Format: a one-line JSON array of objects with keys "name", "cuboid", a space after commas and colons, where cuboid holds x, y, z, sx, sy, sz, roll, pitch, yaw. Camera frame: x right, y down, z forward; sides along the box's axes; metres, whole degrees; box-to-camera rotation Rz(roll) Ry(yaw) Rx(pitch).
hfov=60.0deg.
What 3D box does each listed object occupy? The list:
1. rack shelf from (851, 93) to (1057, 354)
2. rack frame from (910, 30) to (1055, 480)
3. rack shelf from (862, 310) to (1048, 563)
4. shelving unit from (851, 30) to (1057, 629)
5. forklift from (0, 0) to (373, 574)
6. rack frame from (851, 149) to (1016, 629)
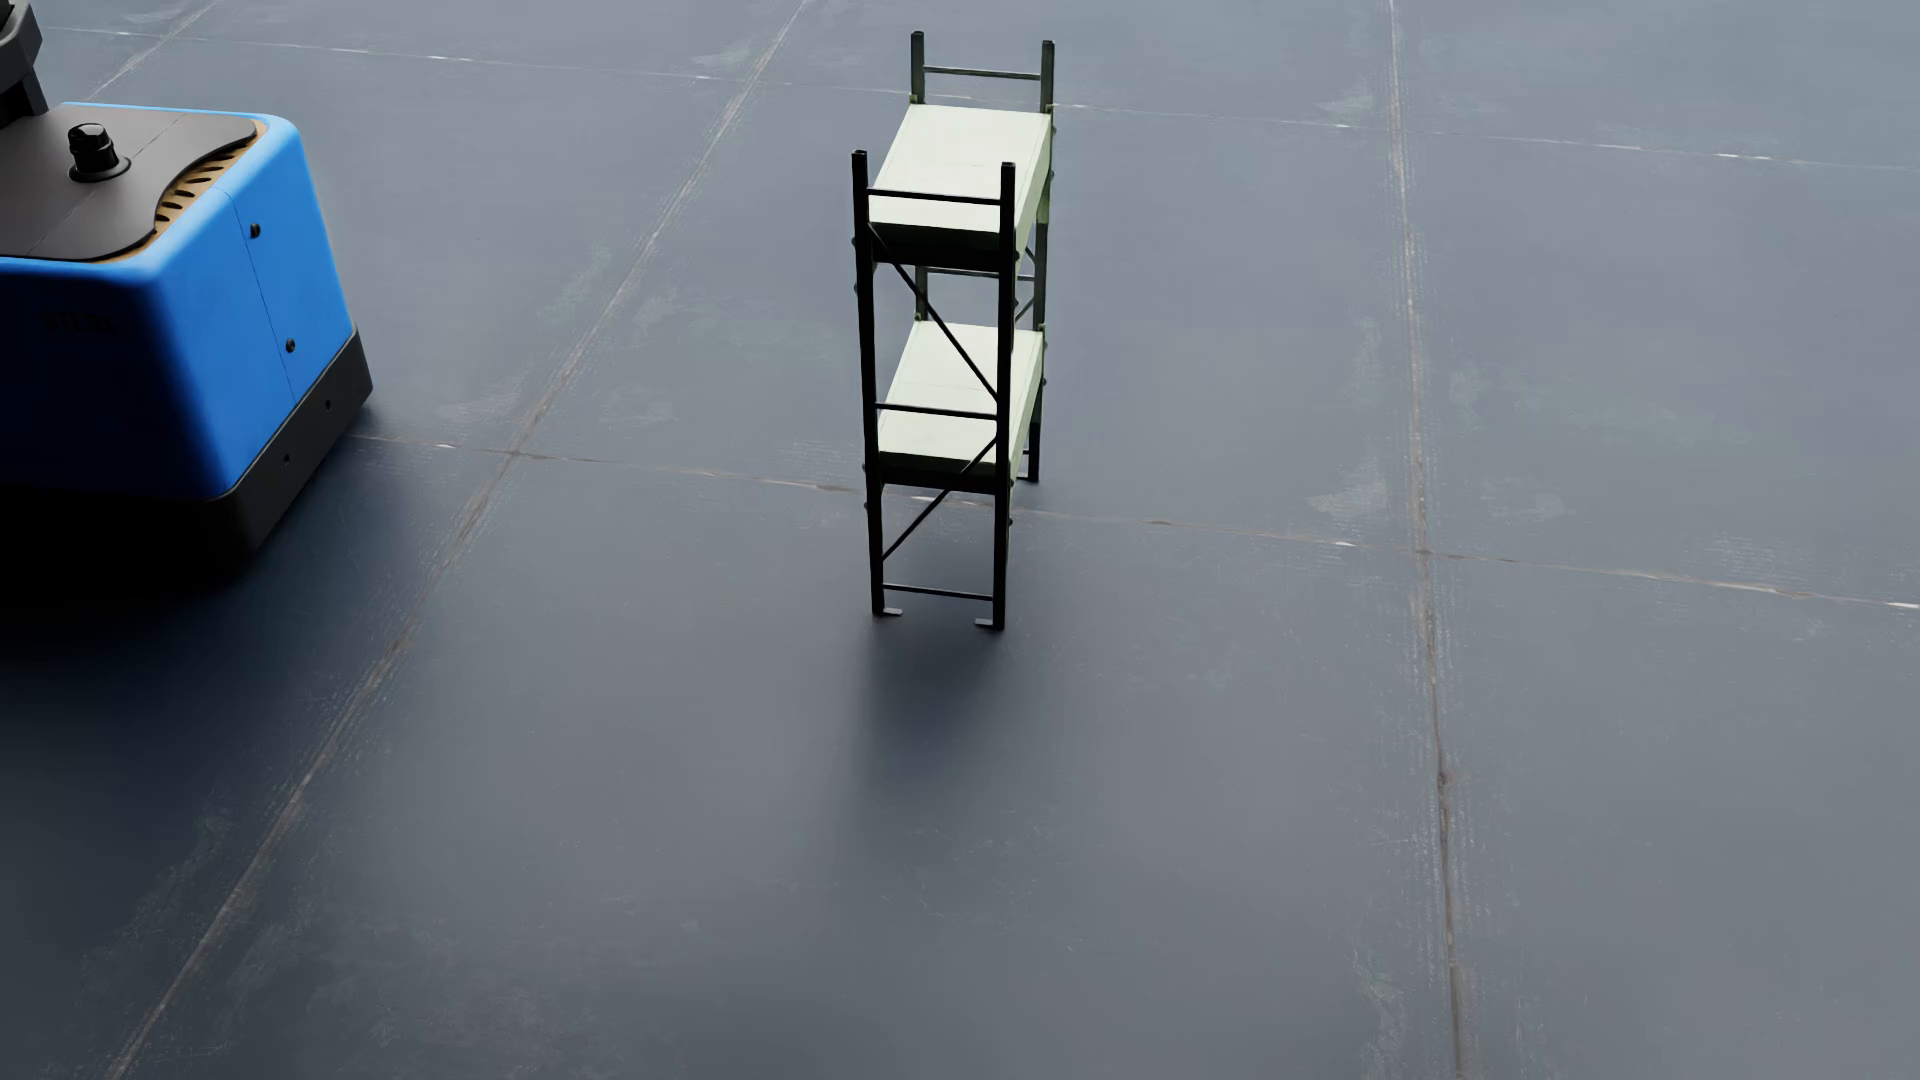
[{"name": "rack shelf", "cuboid": [-0.001, -0.875, 4.518, 0.431, 0.370, 0.720, 6, 40, 8]}, {"name": "rack frame", "cuboid": [0.062, -0.804, 5.045, 0.400, 1.500, 0.023, 6, 40, 8]}, {"name": "rack shelf", "cuboid": [-0.001, -0.323, 4.975, 0.431, 0.370, 0.720, 6, 40, 8]}, {"name": "shelving unit", "cuboid": [-0.001, -0.574, 4.767, 0.431, 1.500, 0.755, 6, 40, 8]}, {"name": "forklift", "cuboid": [-3.596, -1.449, 4.703, 3.031, 2.935, 1.130, 5, 40, 6]}, {"name": "rack frame", "cuboid": [-0.064, -0.344, 4.489, 0.400, 1.500, 0.023, 6, 40, 8]}]
